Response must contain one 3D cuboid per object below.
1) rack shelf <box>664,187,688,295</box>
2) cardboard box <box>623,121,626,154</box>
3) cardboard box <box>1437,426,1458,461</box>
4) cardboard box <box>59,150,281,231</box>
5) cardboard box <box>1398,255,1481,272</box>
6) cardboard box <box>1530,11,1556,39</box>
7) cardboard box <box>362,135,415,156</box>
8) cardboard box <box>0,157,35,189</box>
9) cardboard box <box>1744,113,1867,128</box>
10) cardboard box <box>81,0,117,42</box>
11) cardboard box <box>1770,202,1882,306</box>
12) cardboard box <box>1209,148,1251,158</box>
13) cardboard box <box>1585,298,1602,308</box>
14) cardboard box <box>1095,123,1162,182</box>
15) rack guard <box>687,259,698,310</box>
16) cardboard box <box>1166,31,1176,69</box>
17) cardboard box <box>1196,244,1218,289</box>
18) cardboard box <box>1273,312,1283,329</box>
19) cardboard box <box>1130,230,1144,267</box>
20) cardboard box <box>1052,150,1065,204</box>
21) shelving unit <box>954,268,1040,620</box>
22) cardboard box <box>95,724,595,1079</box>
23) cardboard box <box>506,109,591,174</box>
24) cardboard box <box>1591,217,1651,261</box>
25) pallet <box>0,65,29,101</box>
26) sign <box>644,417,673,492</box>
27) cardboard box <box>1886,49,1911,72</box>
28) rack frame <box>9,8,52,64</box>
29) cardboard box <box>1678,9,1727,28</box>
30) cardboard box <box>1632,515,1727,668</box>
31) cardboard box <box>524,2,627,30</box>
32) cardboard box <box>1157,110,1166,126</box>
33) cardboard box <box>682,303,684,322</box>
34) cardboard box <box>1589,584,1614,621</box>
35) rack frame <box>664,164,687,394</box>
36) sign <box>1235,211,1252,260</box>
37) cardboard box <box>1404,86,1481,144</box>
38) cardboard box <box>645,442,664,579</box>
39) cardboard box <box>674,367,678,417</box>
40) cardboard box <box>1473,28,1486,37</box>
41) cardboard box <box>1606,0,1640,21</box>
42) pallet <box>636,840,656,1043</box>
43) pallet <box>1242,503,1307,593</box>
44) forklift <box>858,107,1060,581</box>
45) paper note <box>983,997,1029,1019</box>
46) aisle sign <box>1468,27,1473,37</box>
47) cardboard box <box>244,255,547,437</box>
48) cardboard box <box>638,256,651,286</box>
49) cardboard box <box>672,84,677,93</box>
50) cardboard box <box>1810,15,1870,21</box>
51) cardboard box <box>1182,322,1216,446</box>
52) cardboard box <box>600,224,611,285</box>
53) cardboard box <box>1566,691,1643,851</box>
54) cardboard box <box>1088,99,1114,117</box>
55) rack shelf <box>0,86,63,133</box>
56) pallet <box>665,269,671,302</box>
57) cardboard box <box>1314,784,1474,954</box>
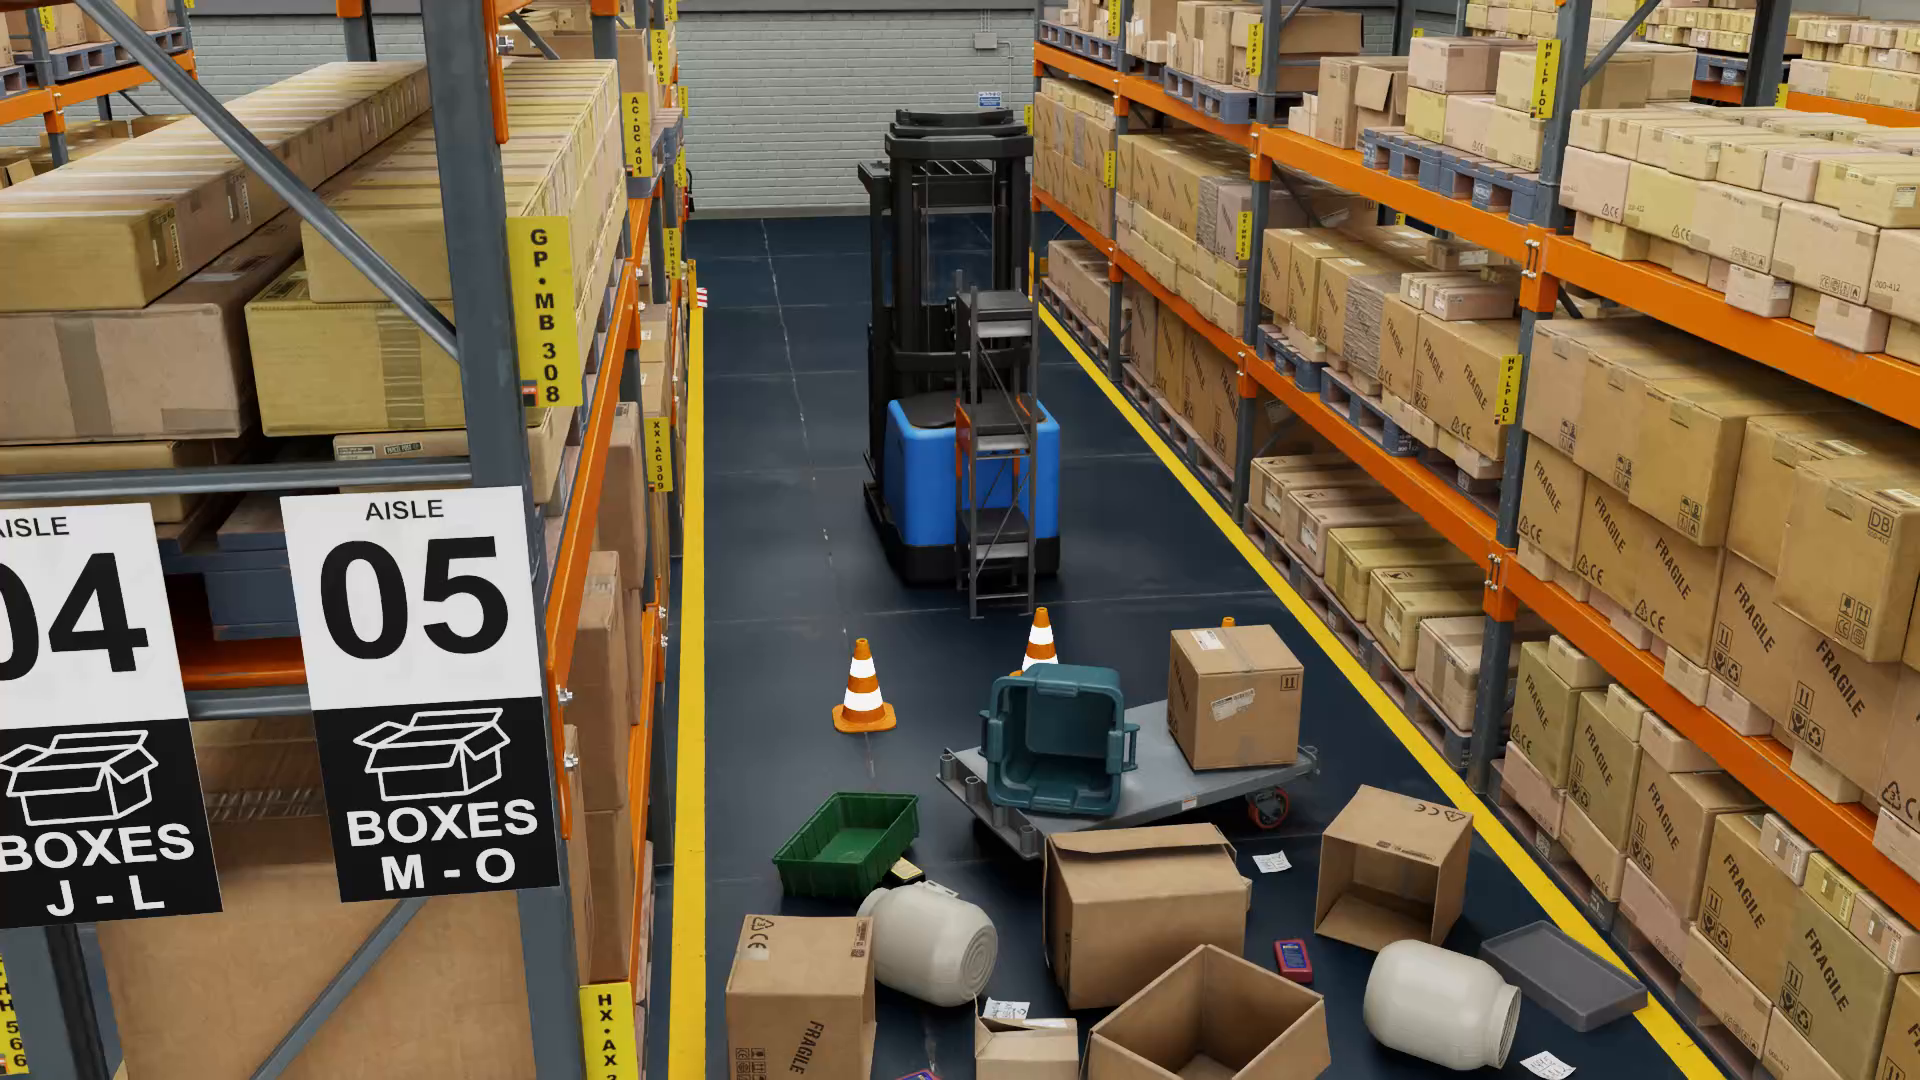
[{"bbox_3d":[-3.267,-3.014,16.528,1.077,0.370,4.000,-3,21,-8],"label":"rack shelf"},{"bbox_3d":[-1.770,-1.918,7.894,0.380,0.149,0.250,-3,21,-8],"label":"cardboard box"},{"bbox_3d":[2.690,-0.509,8.551,0.380,0.149,0.250,-4,21,-9],"label":"cardboard box"},{"bbox_3d":[-1.744,-0.773,3.688,0.380,0.149,0.250,-3,21,-7],"label":"cardboard box"},{"bbox_3d":[2.982,-1.445,10.130,0.500,0.500,0.500,-4,21,-11],"label":"cardboard box"},{"bbox_3d":[6.286,-5.356,17.272,0.500,0.250,0.500,-3,21,-9],"label":"cardboard box"},{"bbox_3d":[-1.885,-1.074,5.064,0.500,0.250,0.500,-3,21,-8],"label":"cardboard box"},{"bbox_3d":[-7.801,-2.740,13.188,0.797,0.503,0.637,-3,21,-9],"label":"cardboard box"},{"bbox_3d":[3.433,-1.650,6.779,0.380,0.149,0.250,-3,21,-9],"label":"cardboard box"},{"bbox_3d":[-8.082,-4.782,15.059,0.700,0.500,0.500,-2,21,-5],"label":"cardboard box"},{"bbox_3d":[3.069,-0.955,5.488,0.500,0.250,0.500,-3,21,-7],"label":"cardboard box"},{"bbox_3d":[2.353,-2.962,13.786,0.500,0.500,0.500,-2,21,-6],"label":"cardboard box"},{"bbox_3d":[6.394,-2.413,17.197,0.396,0.266,0.258,-2,21,-6],"label":"cardboard box"},{"bbox_3d":[1.564,-3.608,15.518,0.500,0.500,0.500,-3,21,-8],"label":"cardboard box"},{"bbox_3d":[-3.544,-2.847,18.623,1.175,0.500,0.348,-3,21,-8],"label":"rack guard"},{"bbox_3d":[1.822,-3.832,12.994,0.396,0.266,0.258,-1,21,-3],"label":"cardboard box"},{"bbox_3d":[2.083,-2.055,12.430,0.500,0.250,0.500,-3,21,-9],"label":"cardboard box"},{"bbox_3d":[2.345,-1.516,11.246,0.380,0.149,0.250,-4,21,-11],"label":"cardboard box"},{"bbox_3d":[1.783,-2.529,14.413,0.500,0.250,0.500,-3,21,-9],"label":"cardboard box"},{"bbox_3d":[1.270,-3.844,17.578,0.500,0.500,0.500,-3,21,-8],"label":"cardboard box"},{"bbox_3d":[0.218,-0.585,10.281,0.431,2.100,0.503,-4,21,-10],"label":"shelving unit"},{"bbox_3d":[-1.264,0.789,3.558,0.875,0.550,0.550,-3,21,-8],"label":"cardboard box"},{"bbox_3d":[-1.201,-1.069,4.481,0.380,0.149,0.250,-3,21,-7],"label":"cardboard box"},{"bbox_3d":[2.840,-1.247,6.841,0.380,0.149,0.250,-3,21,-8],"label":"cardboard box"},{"bbox_3d":[-7.720,-3.444,12.637,0.805,0.209,1.217,-4,21,-10],"label":"pallet"},{"bbox_3d":[-1.277,-0.360,7.043,0.100,0.325,0.005,-3,21,-8],"label":"sign"},{"bbox_3d":[7.086,-3.533,12.247,0.380,0.149,0.250,-3,21,-9],"label":"cardboard box"},{"bbox_3d":[-7.901,-5.254,12.922,1.000,3.000,0.127,-3,21,-8],"label":"rack frame"},{"bbox_3d":[6.529,-4.561,14.545,0.380,0.149,0.250,-3,21,-9],"label":"cardboard box"},{"bbox_3d":[3.001,0.154,6.450,0.500,0.500,0.500,-3,21,-8],"label":"cardboard box"},{"bbox_3d":[-2.886,-3.768,12.482,0.797,0.503,0.637,-3,21,-8],"label":"cardboard box"},{"bbox_3d":[2.064,-3.973,15.567,0.380,0.149,0.250,-3,21,-7],"label":"cardboard box"},{"bbox_3d":[-2.936,-2.247,16.495,0.380,0.149,0.250,-3,21,-8],"label":"cardboard box"},{"bbox_3d":[2.942,0.245,7.133,0.380,0.149,0.250,-3,21,-8],"label":"cardboard box"},{"bbox_3d":[-2.979,-2.659,14.548,1.000,3.000,0.127,-3,21,-8],"label":"rack frame"},{"bbox_3d":[1.933,-2.072,11.322,0.100,0.325,0.005,-3,21,-8],"label":"sign"},{"bbox_3d":[2.690,-2.252,8.787,0.500,0.250,0.500,-3,21,-7],"label":"cardboard box"},{"bbox_3d":[-1.635,-0.132,7.638,0.500,0.500,0.500,-3,21,-7],"label":"cardboard box"},{"bbox_3d":[-2.335,-1.078,12.215,0.500,0.250,0.500,-3,21,-8],"label":"cardboard box"},{"bbox_3d":[6.056,-5.746,18.884,0.380,0.149,0.250,-2,21,-7],"label":"cardboard box"},{"bbox_3d":[6.505,-5.066,15.781,0.500,0.250,0.500,-3,21,-8],"label":"cardboard box"},{"bbox_3d":[-1.793,1.684,6.904,1.003,0.211,1.213,-3,21,-8],"label":"pallet"},{"bbox_3d":[2.593,0.018,11.365,1.003,0.211,1.213,-3,21,-8],"label":"pallet"},{"bbox_3d":[-0.112,-1.587,11.777,1.130,2.935,3.031,-4,21,-10],"label":"forklift"},{"bbox_3d":[0.181,1.883,6.641,0.172,0.023,0.155,4,21,11],"label":"paper note"},{"bbox_3d":[5.939,-5.807,19.261,0.394,0.787,0.004,-3,21,-8],"label":"aisle sign"},{"bbox_3d":[-1.064,-0.402,3.264,0.500,0.250,0.500,-3,21,-8],"label":"cardboard box"},{"bbox_3d":[-2.278,-1.803,11.165,0.380,0.149,0.250,-3,21,-8],"label":"cardboard box"},{"bbox_3d":[-3.243,-4.553,17.621,0.500,0.500,0.500,-3,21,-9],"label":"cardboard box"},{"bbox_3d":[7.223,-4.235,13.673,0.380,0.149,0.250,-2,21,-6],"label":"cardboard box"},{"bbox_3d":[2.340,-1.312,13.379,0.875,0.875,0.875,-3,21,-7],"label":"cardboard box"},{"bbox_3d":[-1.271,-0.869,5.085,0.380,0.149,0.250,-3,21,-8],"label":"cardboard box"},{"bbox_3d":[2.965,0.969,7.092,0.500,0.500,0.500,-2,21,-6],"label":"cardboard box"},{"bbox_3d":[1.463,-4.208,16.198,0.380,0.149,0.250,-3,21,-8],"label":"cardboard box"},{"bbox_3d":[-7.613,-2.819,11.719,1.077,0.370,4.000,-3,21,-8],"label":"rack shelf"},{"bbox_3d":[-2.728,-1.867,12.703,1.003,0.211,1.213,-3,21,-8],"label":"pallet"},{"bbox_3d":[1.866,1.436,7.154,0.500,0.500,0.500,12,24,29],"label":"cardboard box"}]
